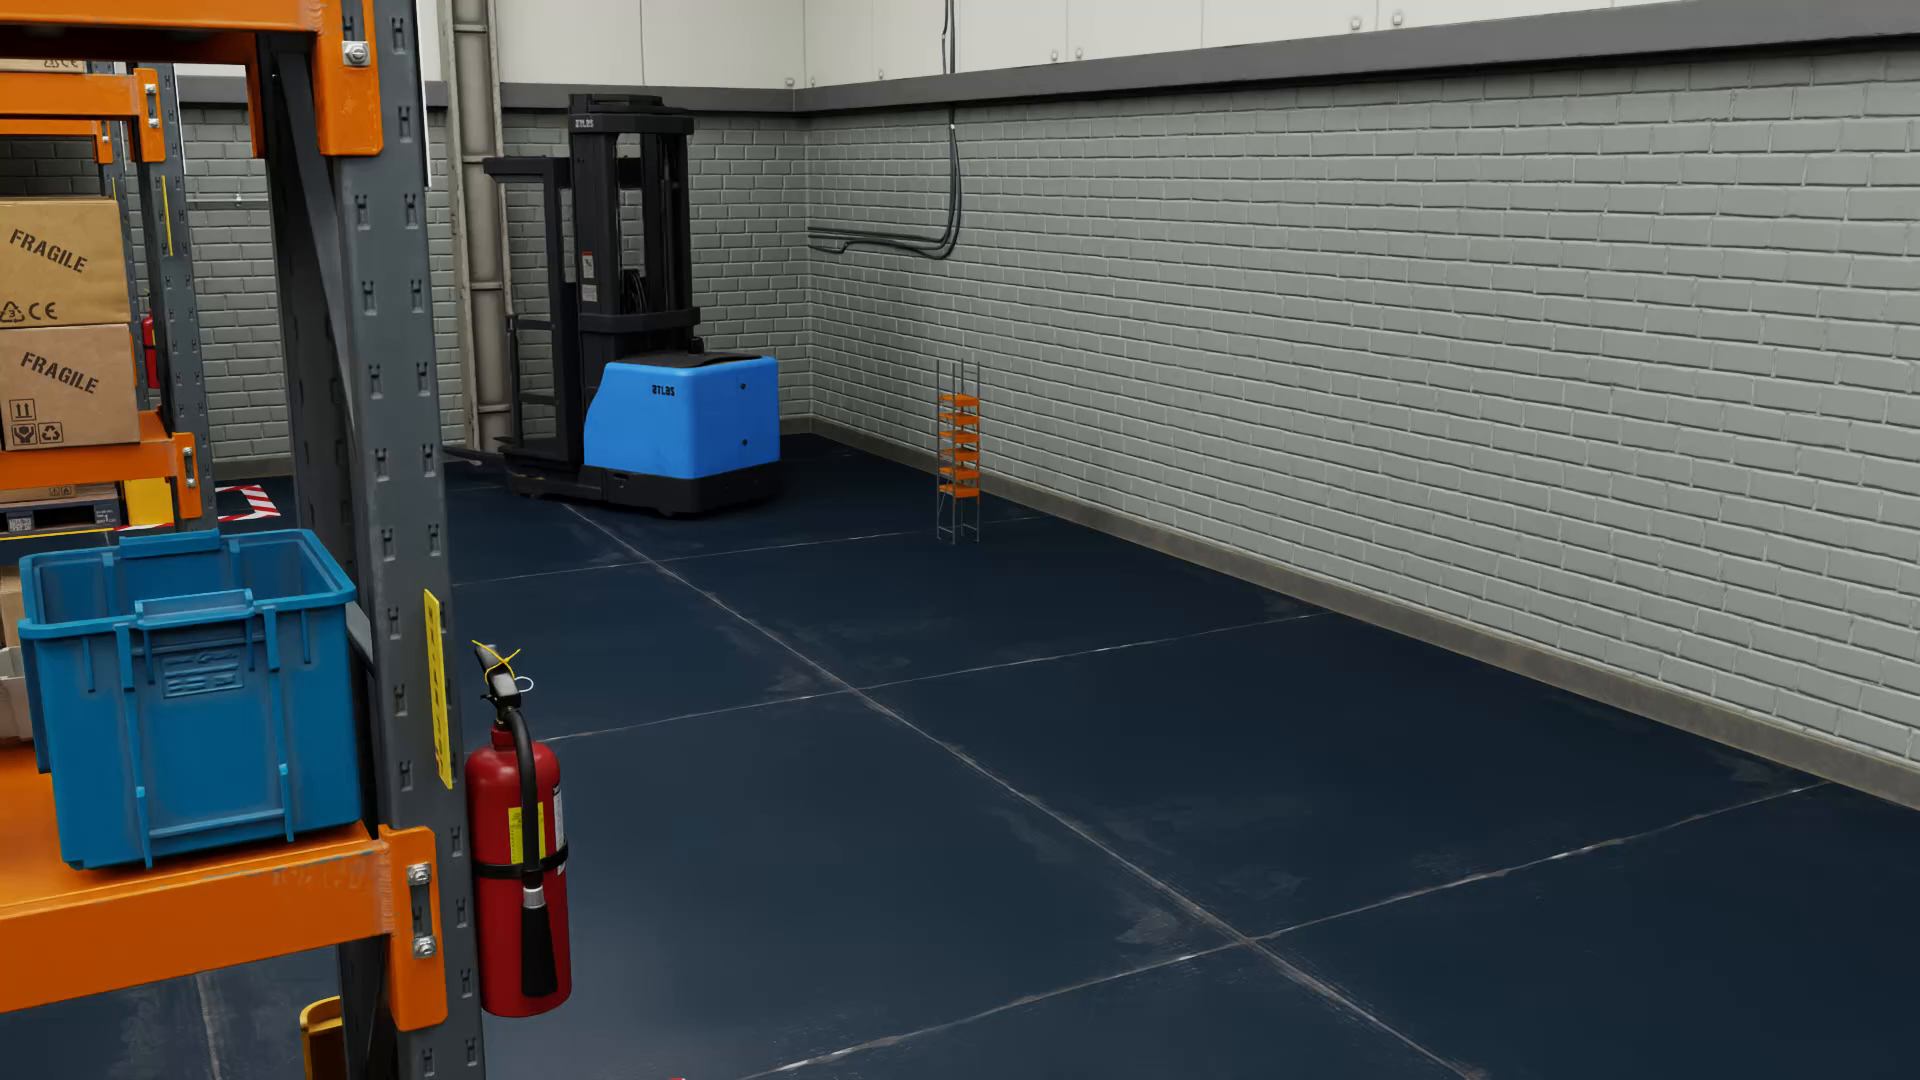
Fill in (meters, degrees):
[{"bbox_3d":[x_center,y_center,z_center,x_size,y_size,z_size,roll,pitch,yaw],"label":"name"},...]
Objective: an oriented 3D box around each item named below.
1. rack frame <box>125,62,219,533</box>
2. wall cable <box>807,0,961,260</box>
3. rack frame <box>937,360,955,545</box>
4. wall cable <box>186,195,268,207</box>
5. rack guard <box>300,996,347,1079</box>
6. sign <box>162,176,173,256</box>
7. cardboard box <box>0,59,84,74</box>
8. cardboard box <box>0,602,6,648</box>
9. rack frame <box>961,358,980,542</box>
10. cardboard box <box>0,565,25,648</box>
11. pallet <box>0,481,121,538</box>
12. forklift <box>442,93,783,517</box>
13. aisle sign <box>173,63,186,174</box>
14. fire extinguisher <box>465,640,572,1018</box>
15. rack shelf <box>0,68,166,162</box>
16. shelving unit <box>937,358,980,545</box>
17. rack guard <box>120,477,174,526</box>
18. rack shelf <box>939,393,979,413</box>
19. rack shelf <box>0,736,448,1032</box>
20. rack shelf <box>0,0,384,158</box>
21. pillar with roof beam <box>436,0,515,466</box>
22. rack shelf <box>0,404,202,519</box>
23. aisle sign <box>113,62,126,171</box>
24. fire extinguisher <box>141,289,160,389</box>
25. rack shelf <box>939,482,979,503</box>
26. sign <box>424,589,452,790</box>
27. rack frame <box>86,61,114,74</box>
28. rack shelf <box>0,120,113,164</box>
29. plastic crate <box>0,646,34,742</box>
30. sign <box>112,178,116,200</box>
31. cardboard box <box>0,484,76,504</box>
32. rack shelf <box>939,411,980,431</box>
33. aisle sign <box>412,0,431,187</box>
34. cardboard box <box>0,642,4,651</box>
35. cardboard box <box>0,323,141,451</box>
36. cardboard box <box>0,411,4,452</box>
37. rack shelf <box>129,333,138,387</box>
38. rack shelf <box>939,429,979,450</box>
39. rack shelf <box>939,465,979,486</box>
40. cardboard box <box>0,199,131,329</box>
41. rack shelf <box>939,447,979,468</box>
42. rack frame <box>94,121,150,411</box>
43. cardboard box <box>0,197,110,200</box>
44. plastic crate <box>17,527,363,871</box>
[{"bbox_3d":[-3.525,-0.729,7.517,0.127,3.000,1.000,-7,14,-28],"label":"rack frame"},{"bbox_3d":[-0.766,-3.621,13.777,0.112,2.526,3.097,-7,14,-28],"label":"wall cable"},{"bbox_3d":[-0.093,-0.574,10.928,0.006,1.200,0.240,-7,14,-28],"label":"rack frame"},{"bbox_3d":[-5.231,-2.496,13.054,1.851,1.984,0.084,-7,14,-28],"label":"wall cable"},{"bbox_3d":[-1.140,1.440,3.570,0.348,0.500,1.175,-7,14,-28],"label":"rack guard"},{"bbox_3d":[-3.276,-1.339,6.870,0.005,0.325,0.100,-7,14,-28],"label":"sign"},{"bbox_3d":[-3.849,-2.014,6.738,0.500,0.250,0.500,-7,14,-28],"label":"cardboard box"},{"bbox_3d":[-4.577,0.453,7.525,0.500,0.250,0.500,-7,14,-28],"label":"cardboard box"},{"bbox_3d":[0.068,-0.593,11.013,0.006,1.200,0.240,-7,14,-28],"label":"rack frame"},{"bbox_3d":[-3.884,0.381,7.278,0.500,0.500,0.500,-7,14,-28],"label":"cardboard box"},{"bbox_3d":[-6.566,-0.224,11.622,1.213,0.211,1.003,-7,14,-28],"label":"pallet"},{"bbox_3d":[-2.818,-1.823,12.535,3.031,2.935,1.130,9,15,34],"label":"forklift"},{"bbox_3d":[-3.318,-1.945,7.001,0.004,0.787,0.394,-7,14,-28],"label":"aisle sign"},{"bbox_3d":[-0.804,0.517,3.004,0.183,0.674,0.296,-7,14,-28],"label":"fire extinguisher"},{"bbox_3d":[-5.280,-1.631,6.331,4.000,0.370,1.077,-7,14,-28],"label":"rack shelf"},{"bbox_3d":[-0.013,-0.584,10.971,0.189,1.200,0.258,-7,14,-28],"label":"shelving unit"},{"bbox_3d":[-5.880,-0.466,12.043,0.348,0.500,1.175,-7,14,-28],"label":"rack guard"},{"bbox_3d":[-0.013,-0.892,10.901,0.180,0.103,0.258,-7,14,-28],"label":"rack shelf"},{"bbox_3d":[-2.910,0.787,2.417,4.000,0.370,1.077,-7,14,-28],"label":"rack shelf"},{"bbox_3d":[-2.910,-0.676,2.088,4.000,0.370,1.077,-7,14,-28],"label":"rack shelf"},{"bbox_3d":[-1.883,-4.231,9.415,0.400,9.000,9.100,-7,14,-28],"label":"pillar with roof beam"},{"bbox_3d":[-5.280,-0.168,6.661,4.000,0.370,1.077,-7,14,-28],"label":"rack shelf"},{"bbox_3d":[-5.694,-2.901,11.248,0.004,0.787,0.394,-7,14,-28],"label":"aisle sign"},{"bbox_3d":[-5.548,-1.391,11.482,0.183,0.674,0.296,-7,14,-28],"label":"fire extinguisher"},{"bbox_3d":[-0.013,-0.306,11.033,0.180,0.103,0.258,-7,14,-28],"label":"rack shelf"},{"bbox_3d":[-0.877,0.251,2.792,0.005,0.325,0.100,-7,14,-28],"label":"sign"},{"bbox_3d":[-5.901,-4.610,11.098,0.127,3.000,1.000,-7,14,-28],"label":"rack frame"},{"bbox_3d":[-7.657,-2.585,10.572,4.000,0.370,1.077,-7,14,-28],"label":"rack shelf"},{"bbox_3d":[-1.850,0.306,3.383,0.298,0.136,0.250,-7,14,-28],"label":"plastic crate"},{"bbox_3d":[-5.654,-2.258,11.133,0.005,0.325,0.100,-7,14,-28],"label":"sign"},{"bbox_3d":[-6.468,-0.576,11.572,0.500,0.500,0.700,-7,14,-28],"label":"cardboard box"},{"bbox_3d":[-0.013,-0.775,10.928,0.180,0.103,0.258,-7,14,-28],"label":"rack shelf"},{"bbox_3d":[-0.951,-0.993,2.771,0.004,0.787,0.394,-7,14,-28],"label":"aisle sign"},{"bbox_3d":[-4.282,0.569,7.202,0.250,0.166,0.380,-7,14,-28],"label":"cardboard box"},{"bbox_3d":[-3.787,-0.678,7.063,0.500,0.500,0.500,-6,14,-26],"label":"cardboard box"},{"bbox_3d":[-4.241,-0.623,6.818,0.500,0.500,0.500,-7,14,-27],"label":"cardboard box"},{"bbox_3d":[-7.657,-1.122,10.901,4.000,0.370,1.077,-7,14,-28],"label":"rack shelf"},{"bbox_3d":[-0.013,-0.658,10.954,0.180,0.103,0.258,-7,14,-28],"label":"rack shelf"},{"bbox_3d":[-0.013,-0.423,11.007,0.180,0.103,0.258,-7,14,-28],"label":"rack shelf"},{"bbox_3d":[-3.783,-1.166,6.952,0.500,0.500,0.500,-7,14,-28],"label":"cardboard box"},{"bbox_3d":[-0.013,-0.540,10.980,0.180,0.103,0.258,-7,14,-28],"label":"rack shelf"},{"bbox_3d":[-5.901,-1.683,11.757,0.127,3.000,1.000,-7,14,-28],"label":"rack frame"},{"bbox_3d":[-4.040,-1.270,7.414,0.500,0.500,0.500,-6,14,-26],"label":"cardboard box"},{"bbox_3d":[-1.359,0.251,2.946,0.499,0.435,0.616,-7,14,-28],"label":"plastic crate"}]
